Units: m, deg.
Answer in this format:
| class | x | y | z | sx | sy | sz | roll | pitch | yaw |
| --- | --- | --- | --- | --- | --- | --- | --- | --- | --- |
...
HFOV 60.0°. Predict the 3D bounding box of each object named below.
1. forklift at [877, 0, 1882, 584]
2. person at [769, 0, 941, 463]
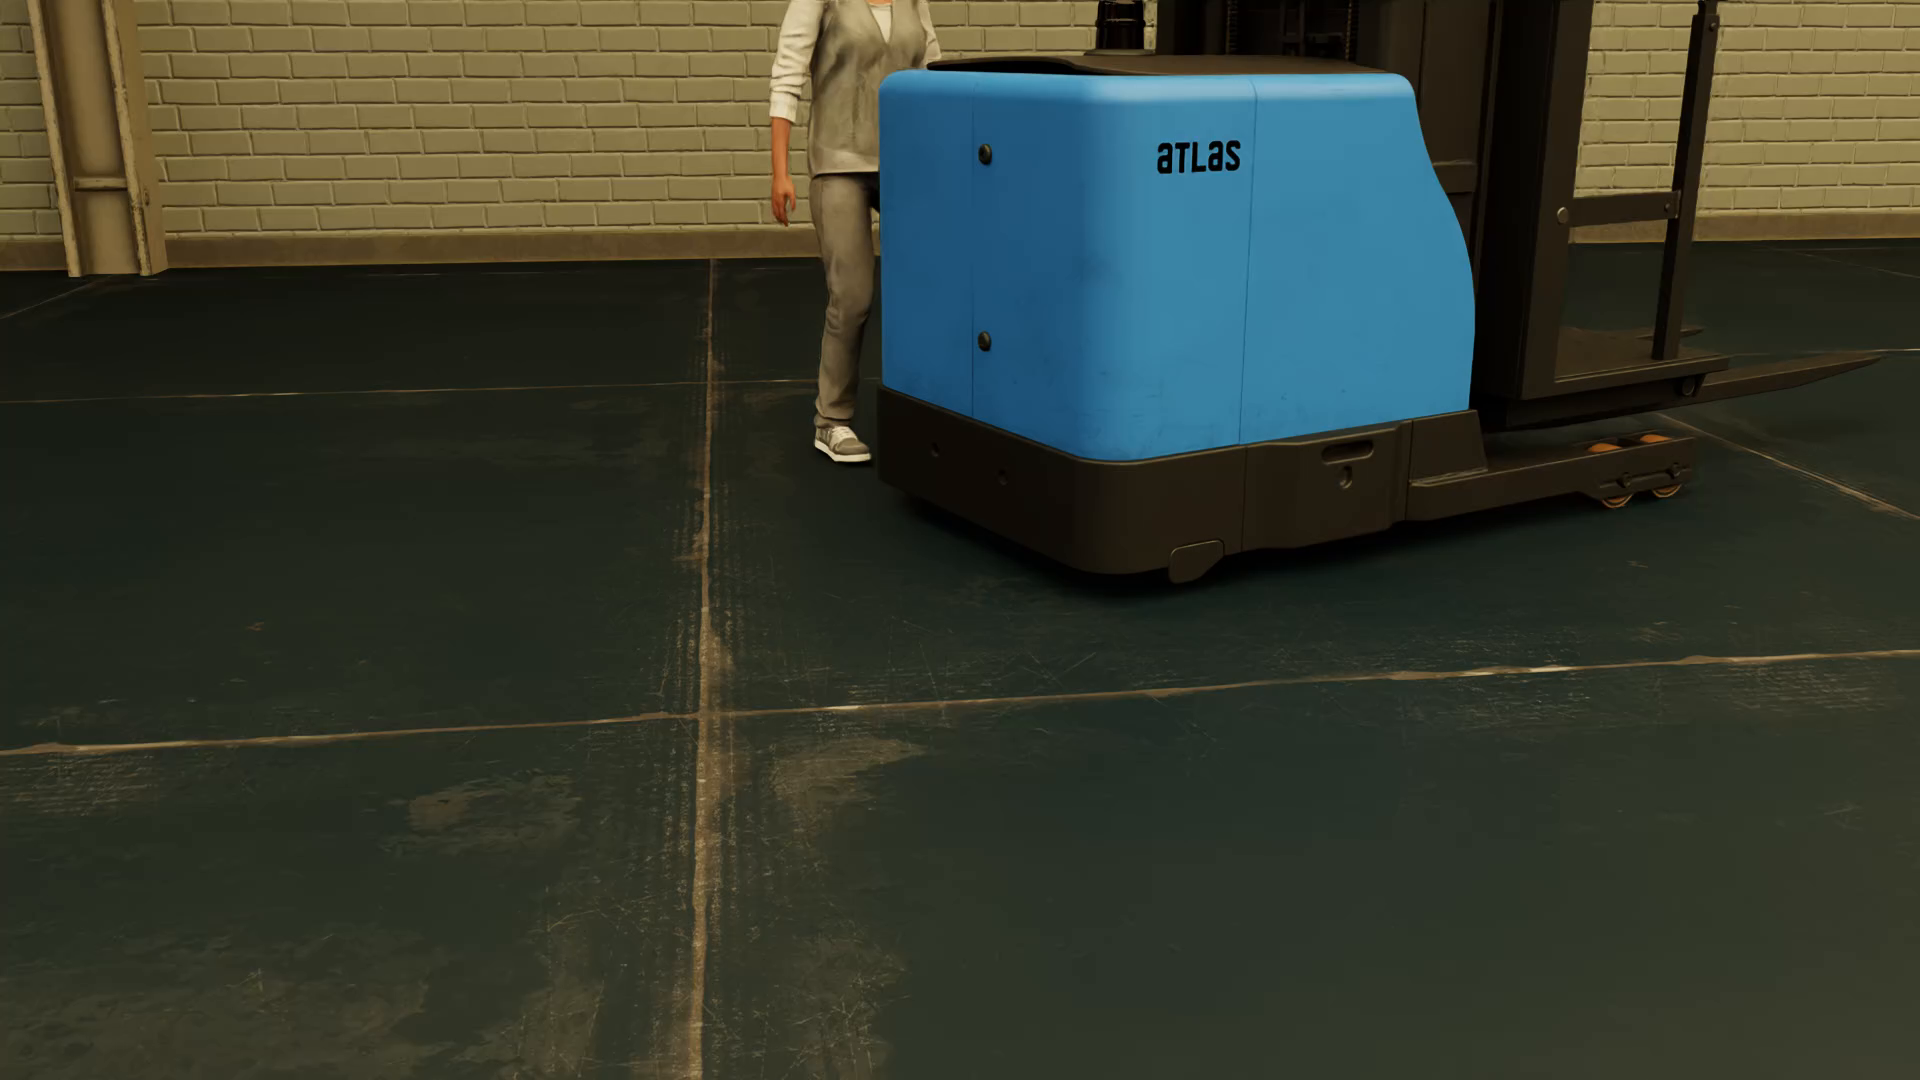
| class | x | y | z | sx | sy | sz | roll | pitch | yaw |
| --- | --- | --- | --- | --- | --- | --- | --- | --- | --- |
| forklift | 1.320 | -1.603 | 4.207 | 3.031 | 2.935 | 1.130 | -10 | 19 | -29 |
| person | -0.239 | -0.999 | 4.580 | 0.636 | 1.561 | 0.305 | -11 | 20 | -32 |
